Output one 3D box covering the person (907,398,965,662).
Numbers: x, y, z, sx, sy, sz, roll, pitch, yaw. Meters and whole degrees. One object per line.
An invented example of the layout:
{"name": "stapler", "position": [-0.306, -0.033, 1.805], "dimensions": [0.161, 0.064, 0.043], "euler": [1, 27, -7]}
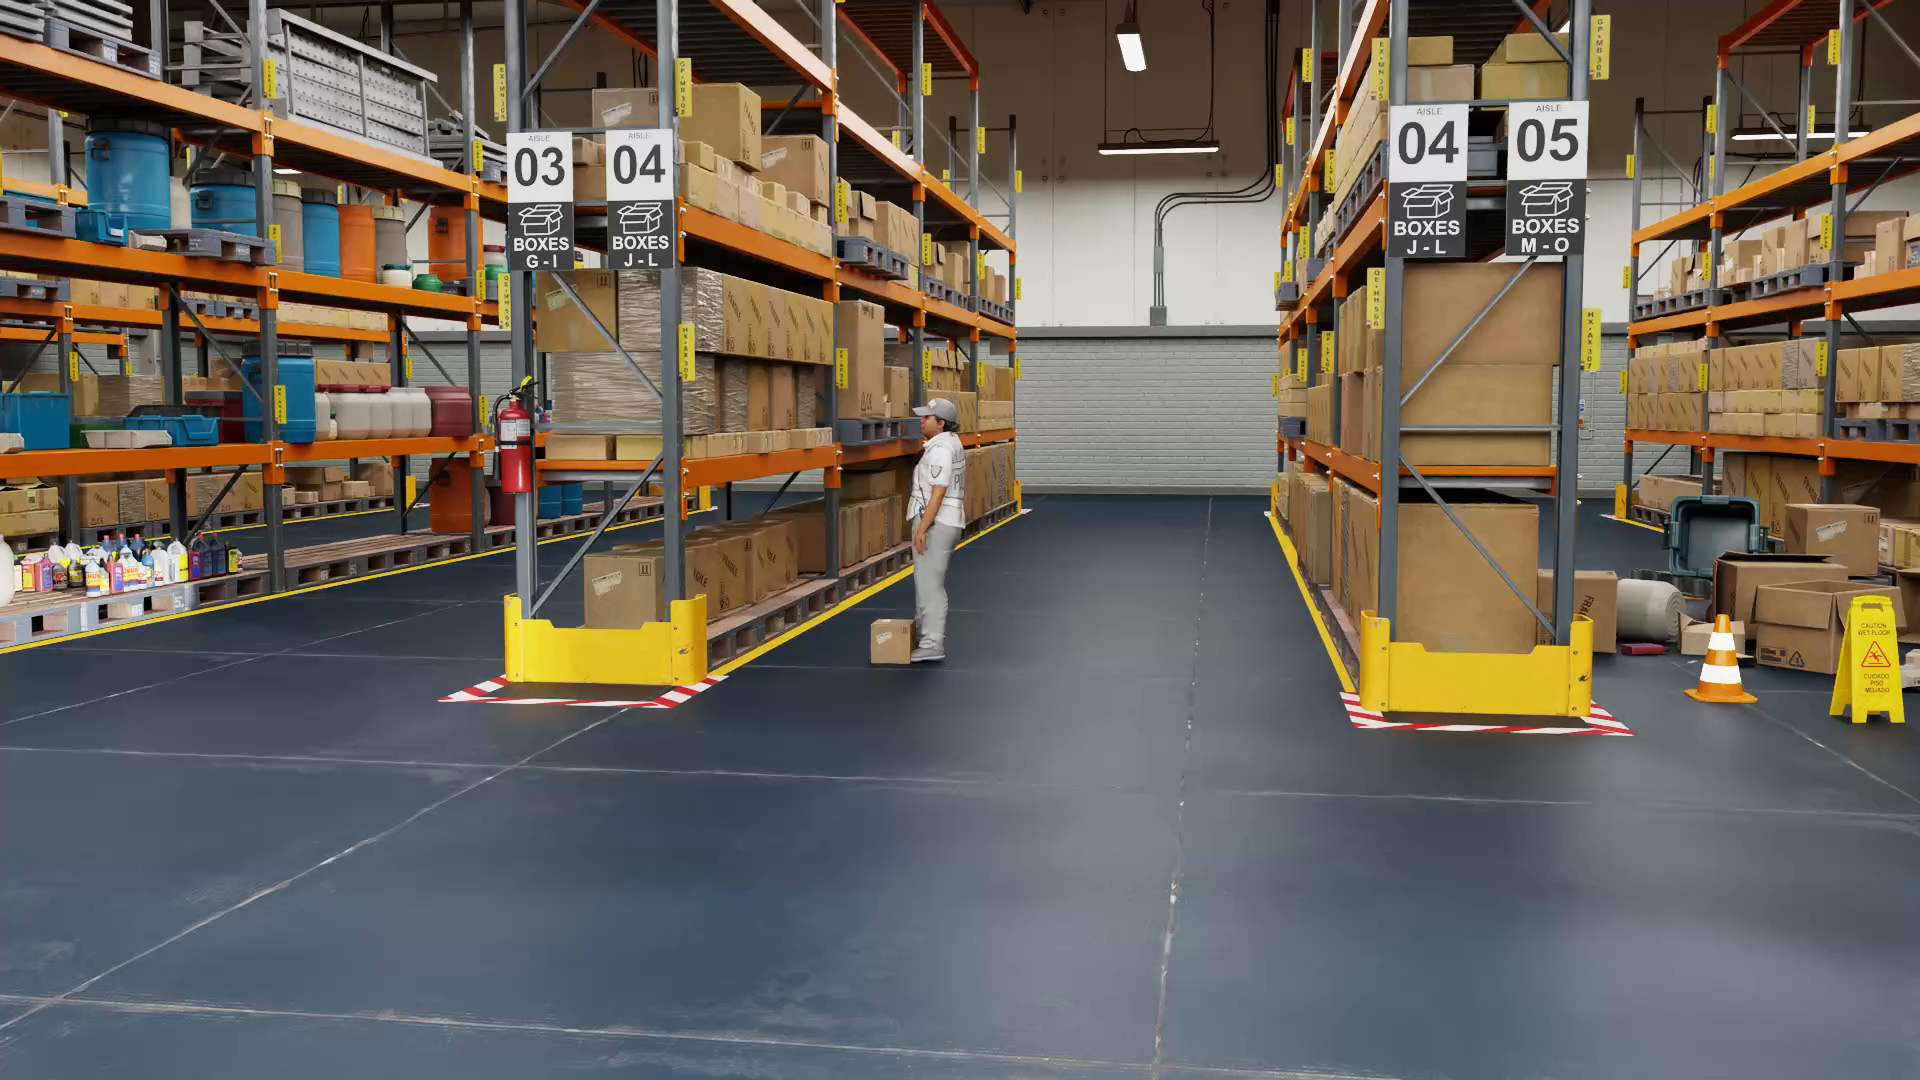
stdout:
{"name": "person", "position": [-0.233, -0.067, 10.589], "dimensions": [0.526, 1.670, 0.598], "euler": [1, 5, 9]}
